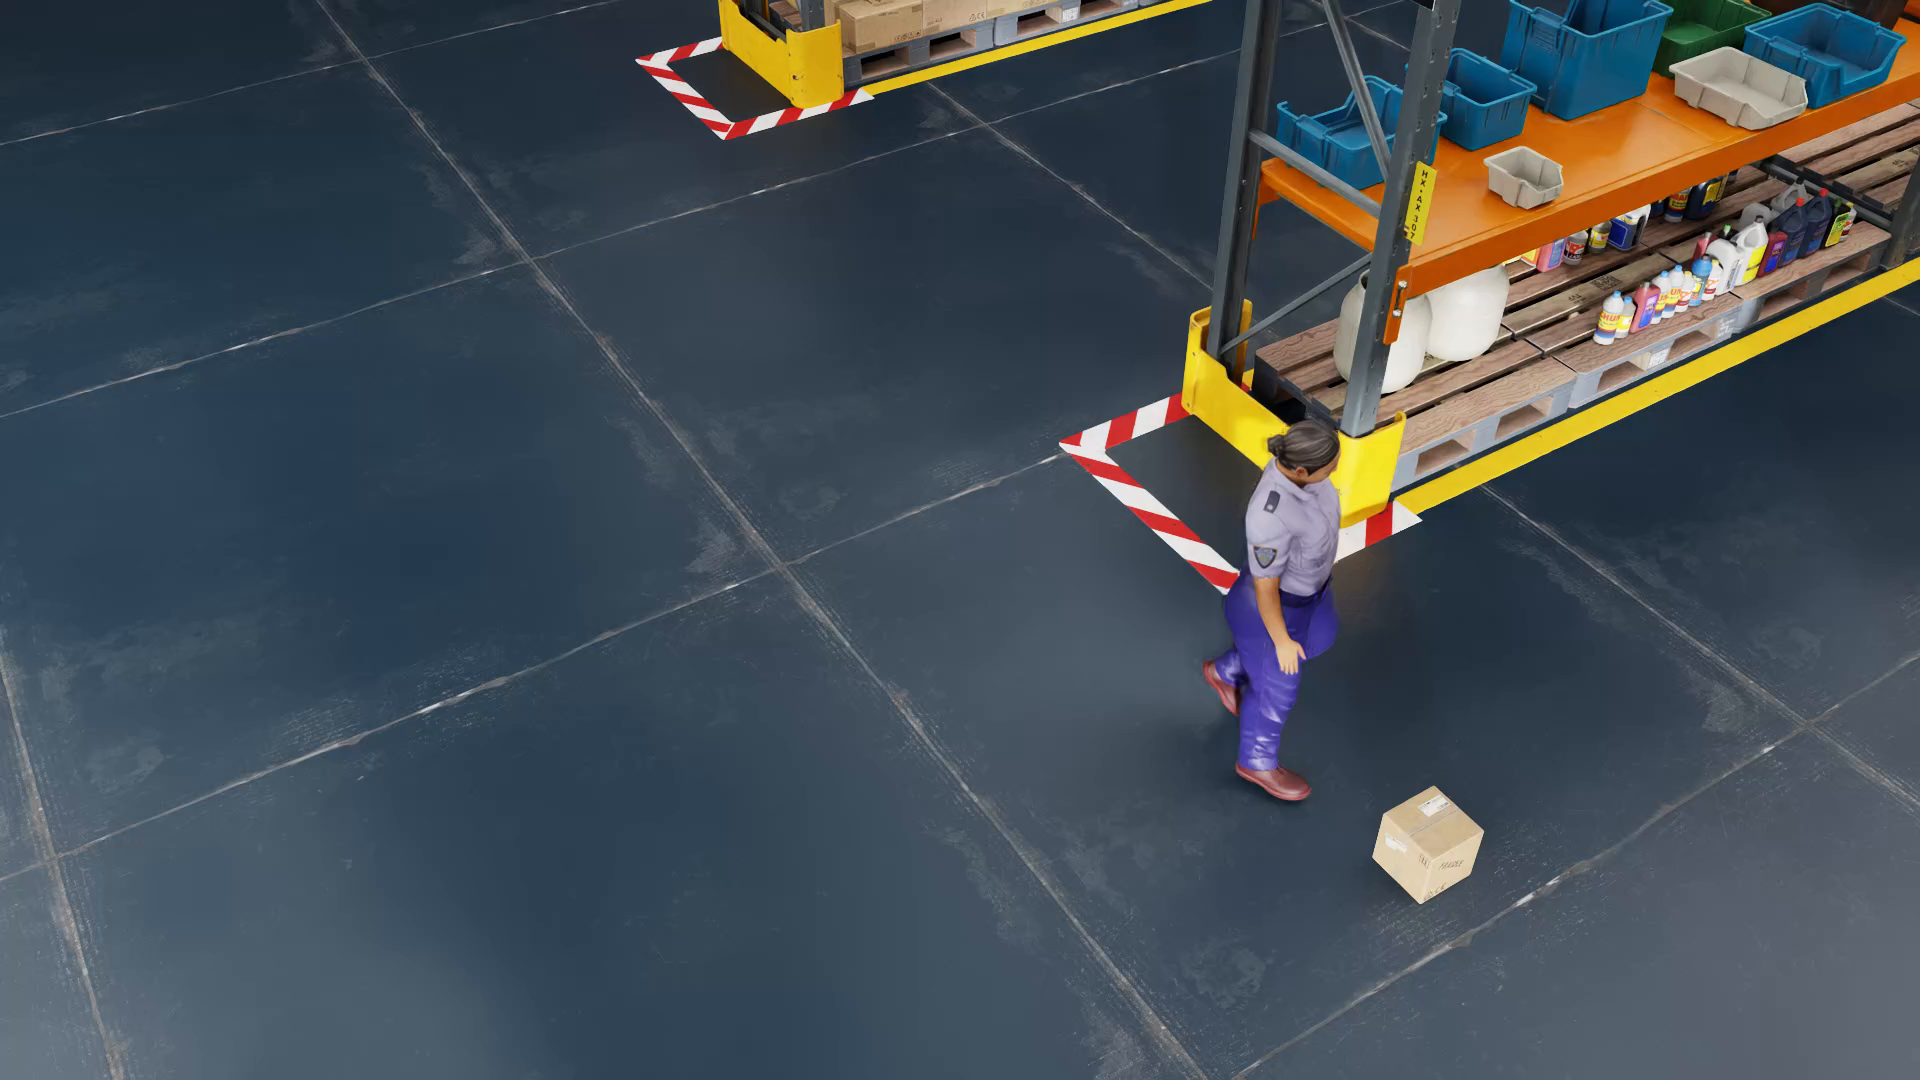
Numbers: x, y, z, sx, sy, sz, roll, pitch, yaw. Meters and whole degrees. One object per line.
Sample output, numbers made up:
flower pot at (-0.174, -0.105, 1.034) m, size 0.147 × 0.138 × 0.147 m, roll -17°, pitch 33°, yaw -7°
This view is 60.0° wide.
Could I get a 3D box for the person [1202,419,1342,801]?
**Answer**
person at (1.139, 0.204, 5.920) m, size 0.520 × 1.623 × 0.538 m, roll 17°, pitch 44°, yaw 18°
